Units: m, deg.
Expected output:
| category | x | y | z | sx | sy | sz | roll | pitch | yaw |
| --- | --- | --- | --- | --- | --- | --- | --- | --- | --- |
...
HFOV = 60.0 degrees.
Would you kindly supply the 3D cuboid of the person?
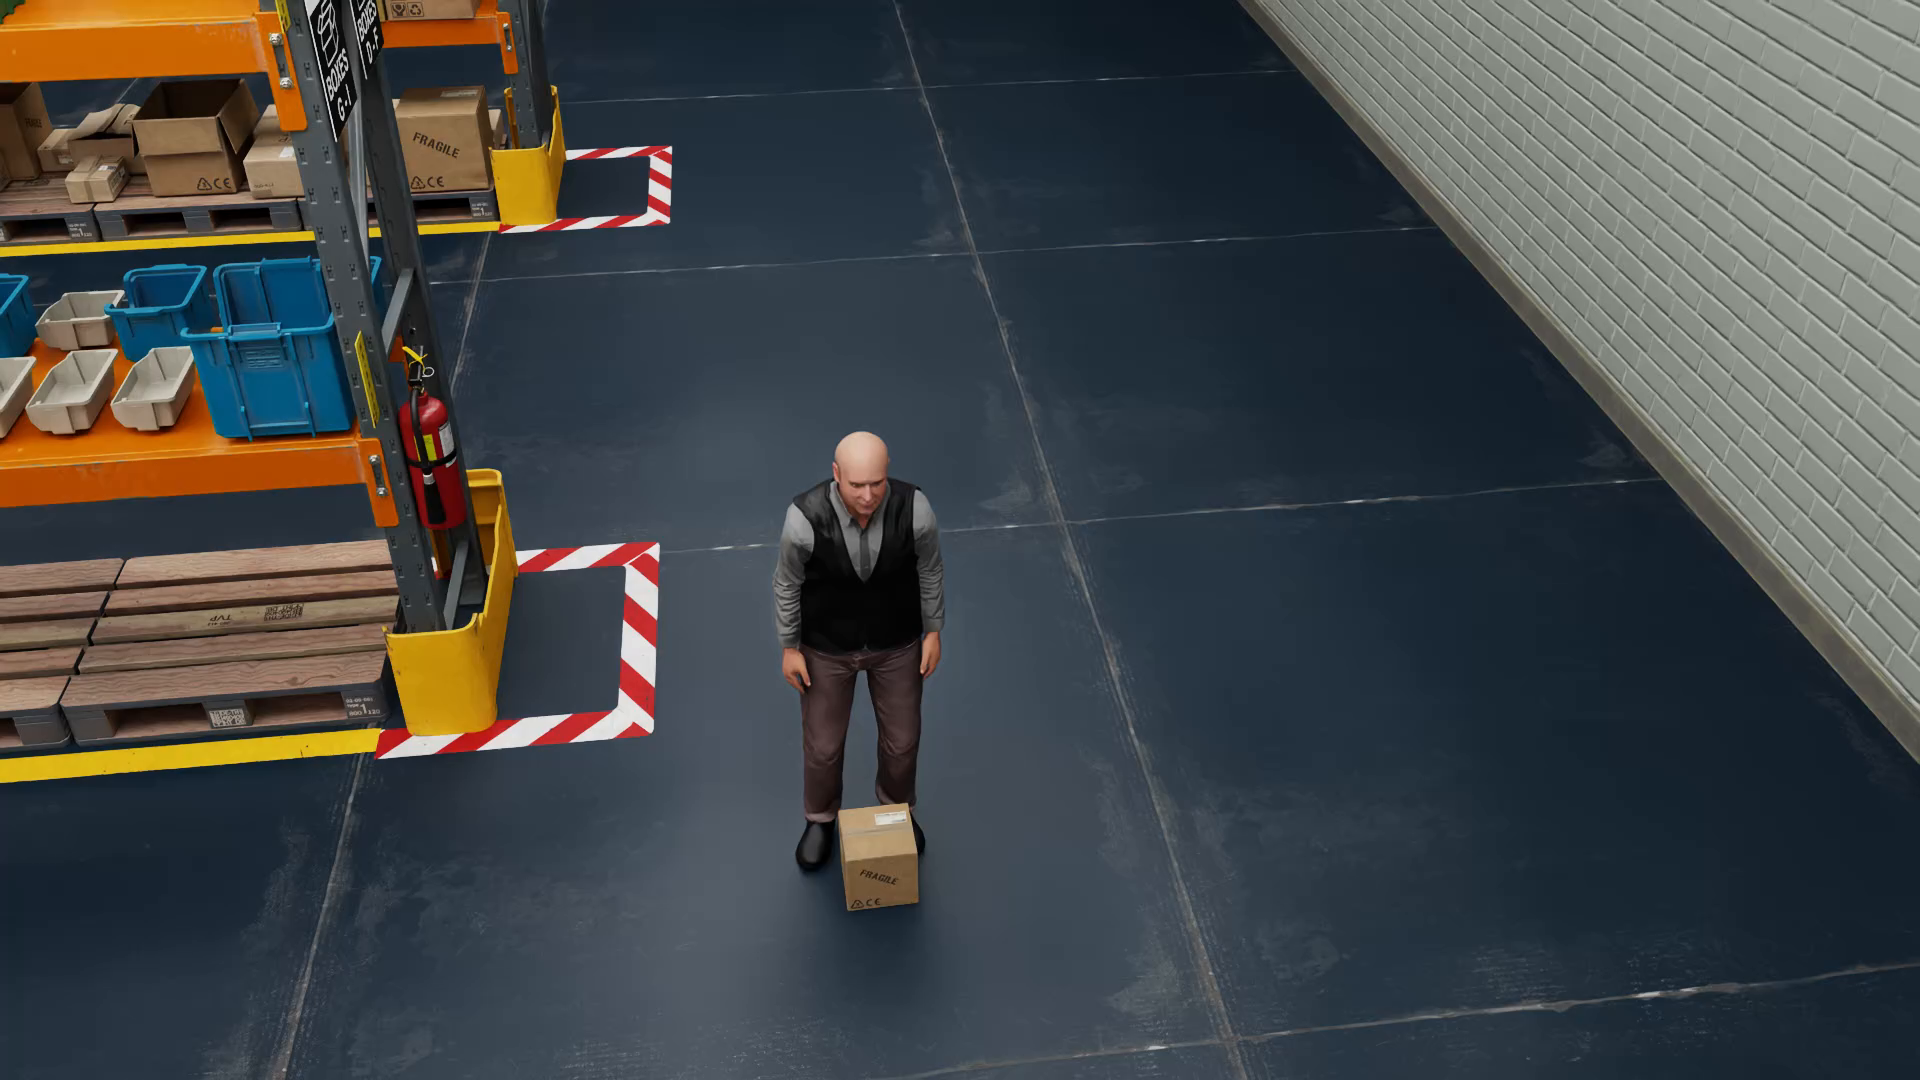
| category | x | y | z | sx | sy | sz | roll | pitch | yaw |
| --- | --- | --- | --- | --- | --- | --- | --- | --- | --- |
| person | -0.334 | 0.348 | 5.661 | 0.575 | 1.720 | 0.420 | -6 | 35 | -8 |
